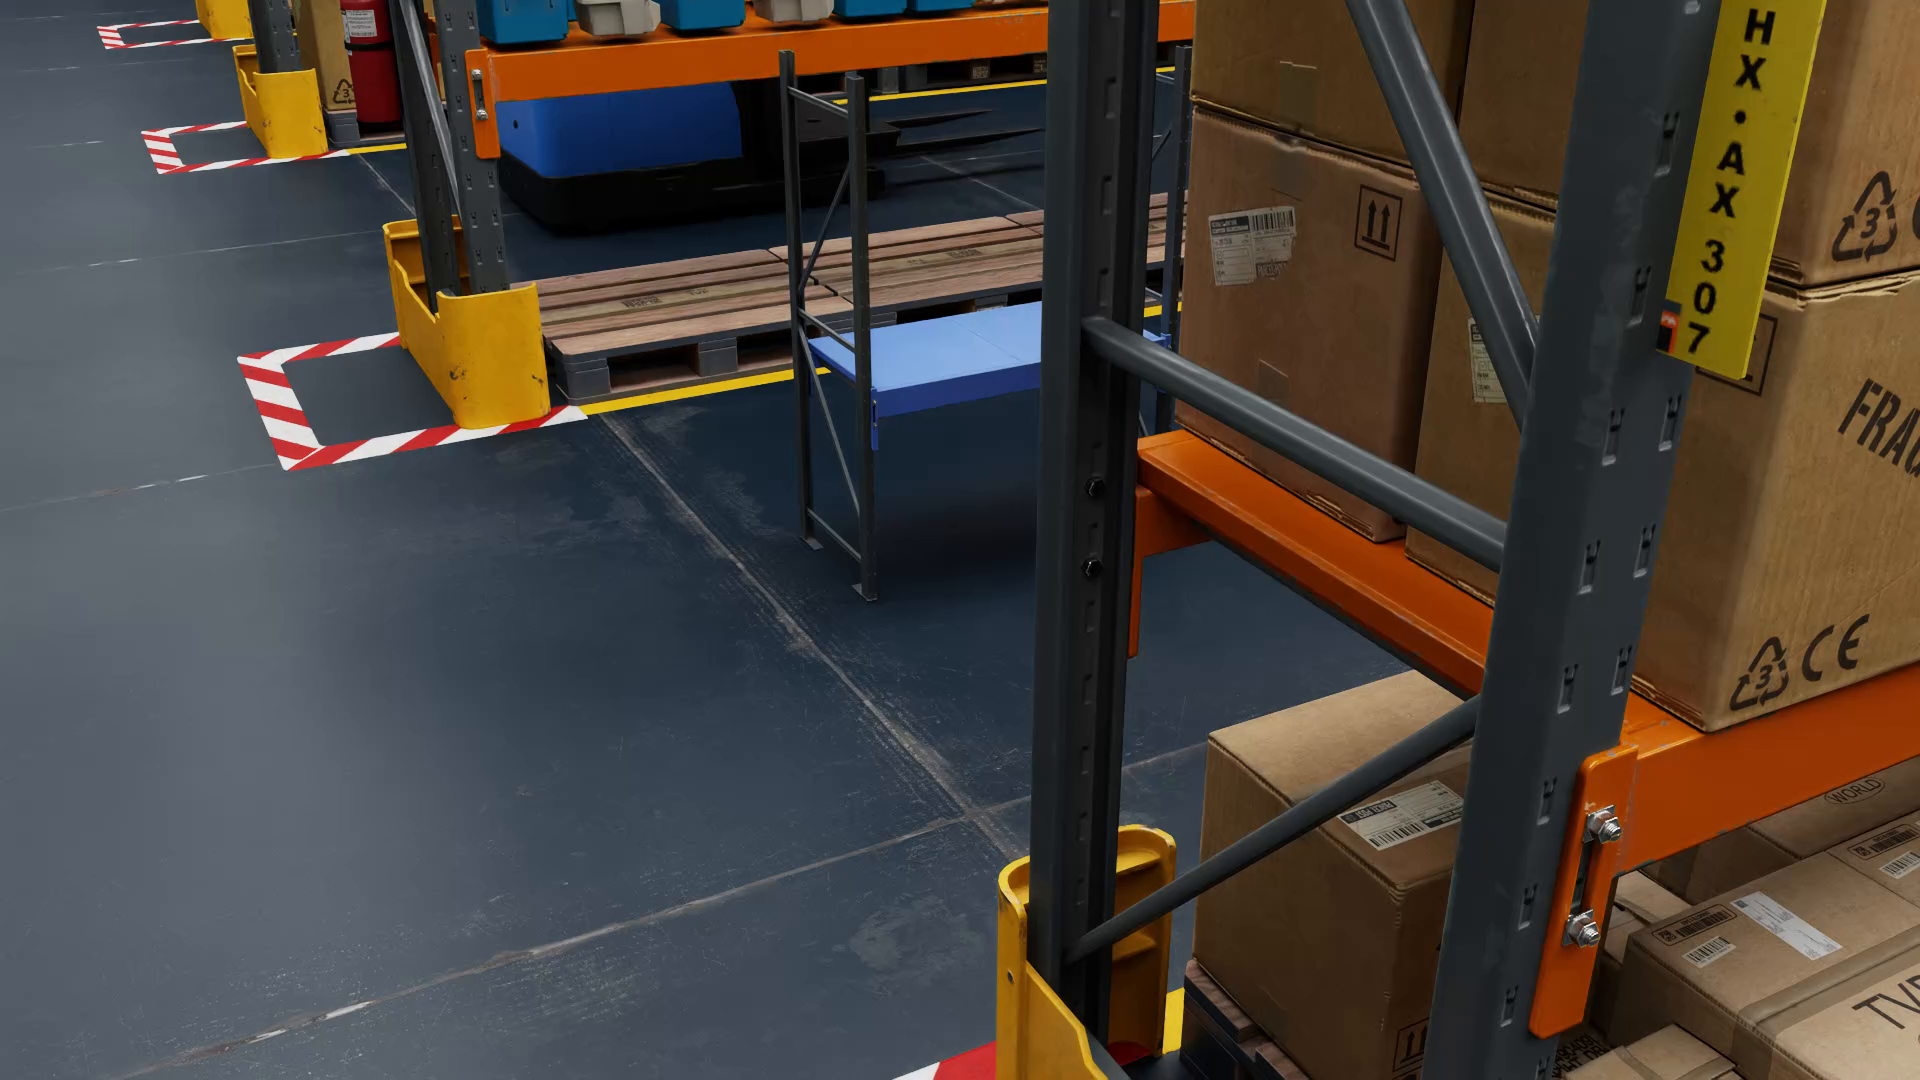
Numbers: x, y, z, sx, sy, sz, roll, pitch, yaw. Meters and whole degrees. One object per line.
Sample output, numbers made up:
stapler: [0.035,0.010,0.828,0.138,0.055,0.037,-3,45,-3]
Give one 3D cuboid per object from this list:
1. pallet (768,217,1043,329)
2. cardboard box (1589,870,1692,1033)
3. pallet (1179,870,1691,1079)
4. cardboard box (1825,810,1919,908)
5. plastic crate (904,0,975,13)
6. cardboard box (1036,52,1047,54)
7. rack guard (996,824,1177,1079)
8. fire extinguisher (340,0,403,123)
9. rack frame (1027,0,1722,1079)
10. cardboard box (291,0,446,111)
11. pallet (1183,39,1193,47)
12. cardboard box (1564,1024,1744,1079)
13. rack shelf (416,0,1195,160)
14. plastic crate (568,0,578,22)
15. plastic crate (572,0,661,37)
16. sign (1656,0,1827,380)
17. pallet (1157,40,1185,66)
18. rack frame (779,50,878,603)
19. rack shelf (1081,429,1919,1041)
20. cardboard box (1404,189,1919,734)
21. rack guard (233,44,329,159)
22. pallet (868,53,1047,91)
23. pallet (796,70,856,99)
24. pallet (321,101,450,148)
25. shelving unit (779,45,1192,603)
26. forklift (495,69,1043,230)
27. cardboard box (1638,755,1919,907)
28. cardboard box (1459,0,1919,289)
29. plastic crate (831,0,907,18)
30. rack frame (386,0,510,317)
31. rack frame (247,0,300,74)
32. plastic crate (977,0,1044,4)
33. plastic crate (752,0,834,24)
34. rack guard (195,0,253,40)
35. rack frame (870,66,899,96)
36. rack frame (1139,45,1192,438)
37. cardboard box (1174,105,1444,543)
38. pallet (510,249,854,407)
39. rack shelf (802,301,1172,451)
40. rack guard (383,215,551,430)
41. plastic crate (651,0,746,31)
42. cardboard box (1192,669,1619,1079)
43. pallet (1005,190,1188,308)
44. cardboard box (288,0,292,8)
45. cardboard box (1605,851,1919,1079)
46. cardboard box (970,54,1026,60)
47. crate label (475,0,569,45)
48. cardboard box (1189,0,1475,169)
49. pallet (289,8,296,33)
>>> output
pallet: [-0.104,-1.157,7.415,1.213,0.211,1.003,-13,29,-25]
cardboard box: [1.166,0.705,3.082,0.250,0.166,0.380,-13,29,-25]
pallet: [1.173,0.958,3.012,1.213,0.211,1.003,-13,29,-25]
cardboard box: [1.899,0.714,2.966,0.500,0.250,0.500,-13,29,-25]
plastic crate: [-0.125,-2.219,6.531,0.300,0.233,0.416,-13,29,-25]
cardboard box: [0.618,-4.272,12.651,0.875,0.875,1.225,-14,29,-27]
rack guard: [0.470,0.990,2.610,0.348,0.500,1.175,-13,29,-25]
fire extinguisher: [-2.272,-1.954,6.374,0.183,0.674,0.296,-13,29,-25]
rack frame: [0.404,-0.120,2.034,0.053,2.616,0.949,-13,29,-25]
cardboard box: [-3.728,-3.298,10.622,0.875,0.875,0.875,-13,29,-25]
pallet: [2.073,-4.146,13.641,1.213,0.211,1.003,-13,29,-25]
cardboard box: [1.155,0.953,2.565,0.250,0.166,0.380,-13,29,-25]
rack shelf: [-0.160,-2.097,6.983,4.000,0.370,1.077,-13,29,-25]
plastic crate: [-1.717,-2.196,6.249,0.499,0.435,0.616,-13,29,-25]
plastic crate: [-1.230,-1.880,5.936,0.298,0.136,0.250,-13,29,-25]
sign: [0.658,-0.304,1.418,0.005,0.325,0.100,-13,29,-25]
pallet: [0.997,-3.899,13.127,1.213,0.211,1.003,-13,29,-25]
rack frame: [-0.373,-0.590,4.746,0.032,1.500,0.500,-13,29,-25]
rack shelf: [2.168,-0.204,3.041,4.000,0.370,1.077,-13,29,-25]
cardboard box: [0.919,-0.156,1.994,0.500,0.500,0.500,-12,28,-24]
rack guard: [-4.277,-2.774,10.449,0.348,0.500,1.175,-13,29,-25]
pallet: [-0.080,-3.649,12.606,1.213,0.211,1.003,-13,29,-25]
pallet: [-1.434,-3.338,11.958,1.213,0.211,1.003,-13,29,-25]
pallet: [-3.587,-2.841,10.923,1.213,0.211,1.003,-13,29,-25]
shelving unit: [0.075,-0.693,4.962,1.048,1.500,0.538,-13,29,-25]
forklift: [-0.993,-3.345,8.830,3.031,2.935,1.130,-14,29,-26]
cardboard box: [1.619,0.533,3.343,0.500,0.250,0.500,-13,29,-25]
cardboard box: [0.919,-0.607,1.777,0.500,0.500,0.500,-12,28,-24]
plastic crate: [-0.390,-2.158,6.403,0.300,0.233,0.416,-13,29,-25]
rack frame: [-1.925,-2.014,5.979,0.127,3.000,1.000,-13,29,-25]
rack frame: [-4.255,-3.905,9.918,0.127,3.000,1.000,-13,29,-25]
plastic crate: [0.210,-2.267,6.742,0.466,0.136,0.293,-13,29,-25]
plastic crate: [-0.631,-2.018,6.224,0.298,0.136,0.250,-13,29,-25]
rack guard: [-6.433,-4.709,14.480,0.348,0.500,1.175,-13,29,-25]
rack frame: [-0.726,-4.720,11.615,0.127,3.000,1.000,-13,29,-25]
rack frame: [0.524,-0.797,5.177,0.032,1.500,0.500,-13,29,-25]
cardboard box: [0.670,-0.362,2.422,0.500,0.500,0.500,-12,28,-24]
pallet: [-1.179,-0.910,6.901,1.213,0.211,1.003,-13,29,-25]
rack shelf: [0.075,-0.531,5.039,1.000,0.185,0.538,-13,29,-25]
rack guard: [-1.940,-0.877,6.499,0.348,0.500,1.175,-13,29,-25]
plastic crate: [-0.971,-2.024,6.124,0.300,0.233,0.416,-13,29,-25]
cardboard box: [0.767,0.602,2.909,0.500,0.500,0.500,-13,29,-25]
pallet: [0.974,-1.407,7.936,1.213,0.211,1.003,-13,29,-25]
cardboard box: [-5.887,-4.709,14.400,0.250,0.149,0.380,-12,28,-24]
cardboard box: [1.457,0.816,2.754,0.500,0.250,0.500,-13,29,-25]
cardboard box: [-0.171,-4.089,12.272,0.875,0.875,1.225,-13,29,-25]
crate label: [-1.552,-1.890,5.845,0.303,0.233,0.416,-13,29,-25]
cardboard box: [0.666,-0.813,2.206,0.500,0.500,0.500,-13,29,-26]
pallet: [-5.700,-4.731,14.859,1.213,0.211,1.003,-13,29,-25]
